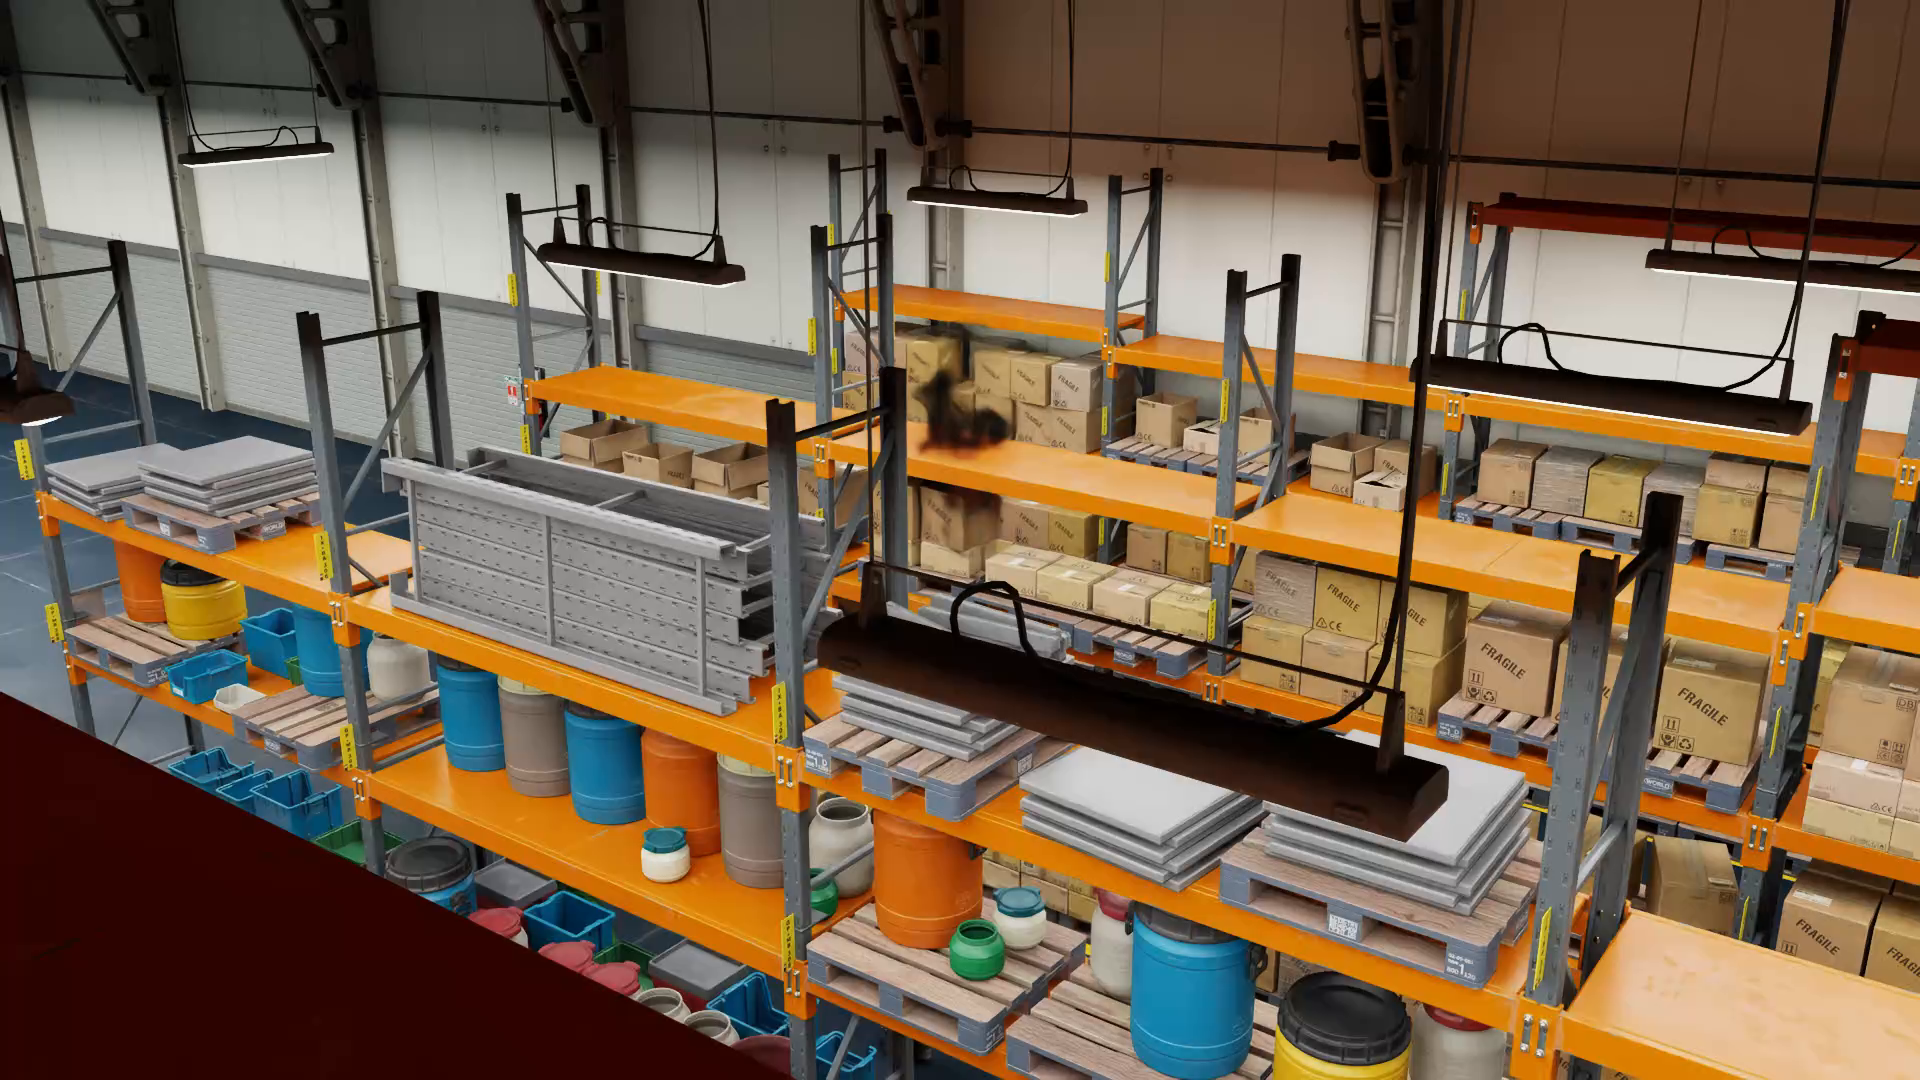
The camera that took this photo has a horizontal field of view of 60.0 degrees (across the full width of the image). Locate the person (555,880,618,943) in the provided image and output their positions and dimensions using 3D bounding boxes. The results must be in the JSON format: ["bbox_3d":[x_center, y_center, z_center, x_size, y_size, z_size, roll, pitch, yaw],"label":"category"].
[{"bbox_3d":[-3.343,2.723,14.078,0.976,1.791,0.654,10,21,28],"label":"person"}]

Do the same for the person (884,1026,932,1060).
[{"bbox_3d":[-0.513,3.190,12.830,0.660,1.735,0.722,11,22,30],"label":"person"}]
